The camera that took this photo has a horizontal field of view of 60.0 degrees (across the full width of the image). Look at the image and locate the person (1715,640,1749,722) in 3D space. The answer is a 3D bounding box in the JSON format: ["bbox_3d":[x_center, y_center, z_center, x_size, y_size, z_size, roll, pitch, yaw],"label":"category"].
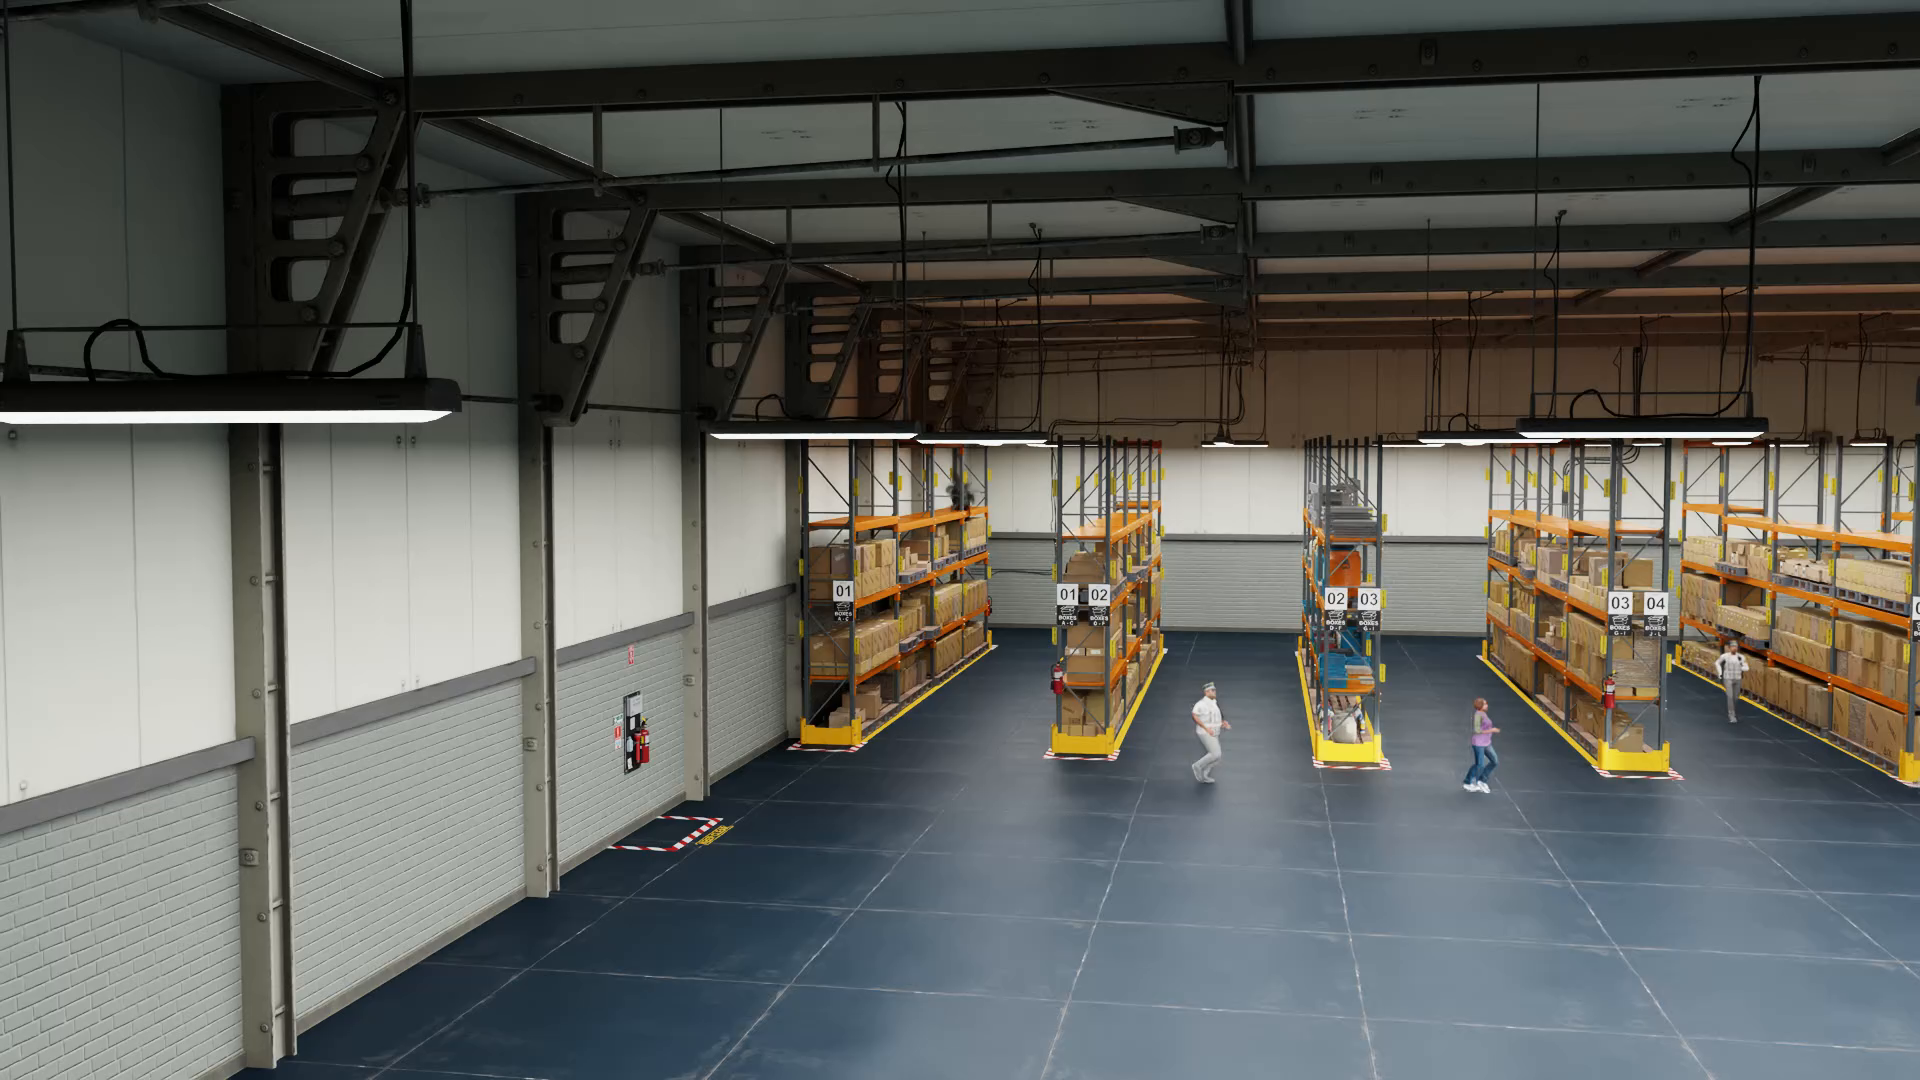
[{"bbox_3d":[16.337,2.957,35.161,0.610,1.672,0.937,1,3,11],"label":"person"}]

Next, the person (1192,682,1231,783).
[{"bbox_3d":[4.312,3.303,28.554,0.588,1.731,0.637,2,4,30],"label":"person"}]

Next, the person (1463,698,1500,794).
[{"bbox_3d":[8.703,3.425,27.685,0.639,1.608,0.517,3,4,40],"label":"person"}]
